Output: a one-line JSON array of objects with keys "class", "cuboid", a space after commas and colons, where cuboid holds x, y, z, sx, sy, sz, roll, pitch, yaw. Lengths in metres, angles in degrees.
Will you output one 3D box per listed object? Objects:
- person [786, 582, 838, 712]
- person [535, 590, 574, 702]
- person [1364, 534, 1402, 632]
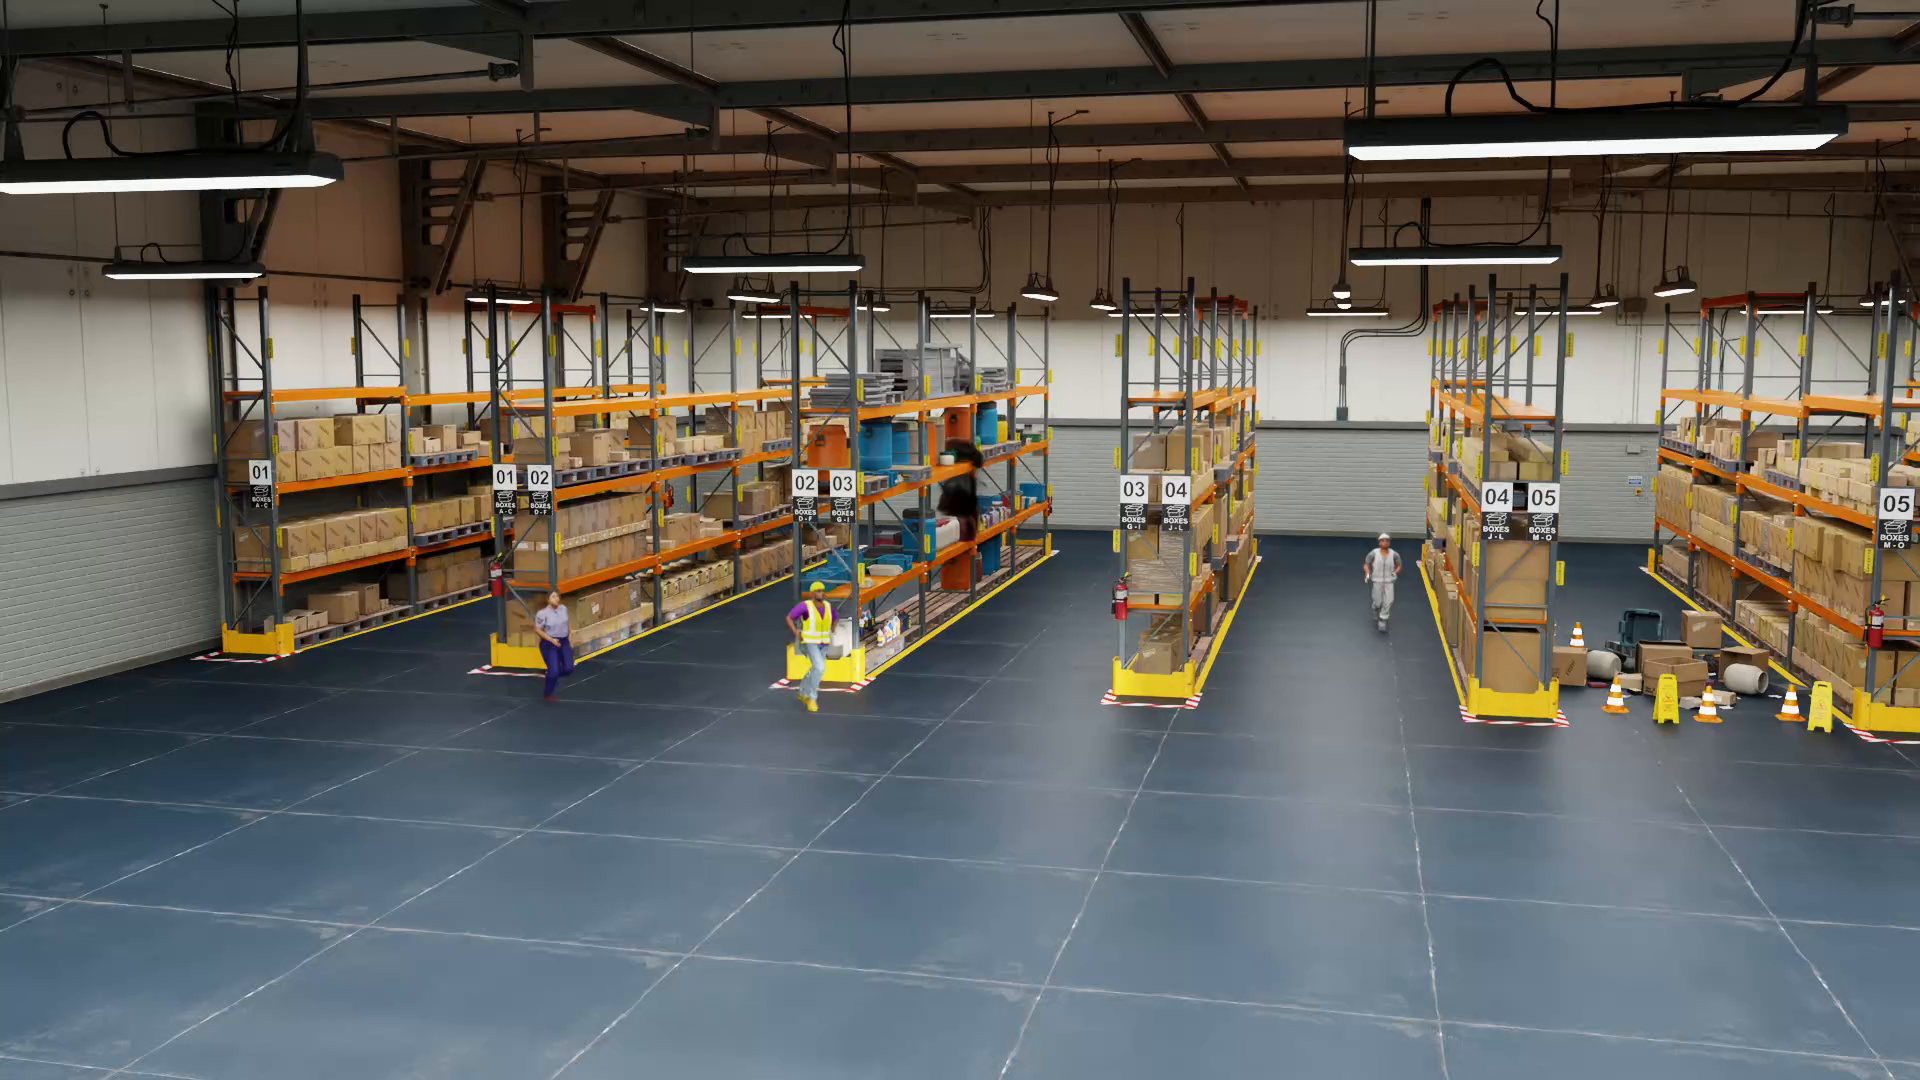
[{"class": "person", "cuboid": [-2.009, 1.475, 23.247, 0.727, 1.811, 0.654, -6, 9, -41]}, {"class": "person", "cuboid": [-5.745, 1.506, 23.684, 0.630, 1.612, 0.574, -7, 9, -45]}, {"class": "person", "cuboid": [7.519, 0.753, 29.541, 0.658, 1.738, 0.601, 1, 7, 7]}]
